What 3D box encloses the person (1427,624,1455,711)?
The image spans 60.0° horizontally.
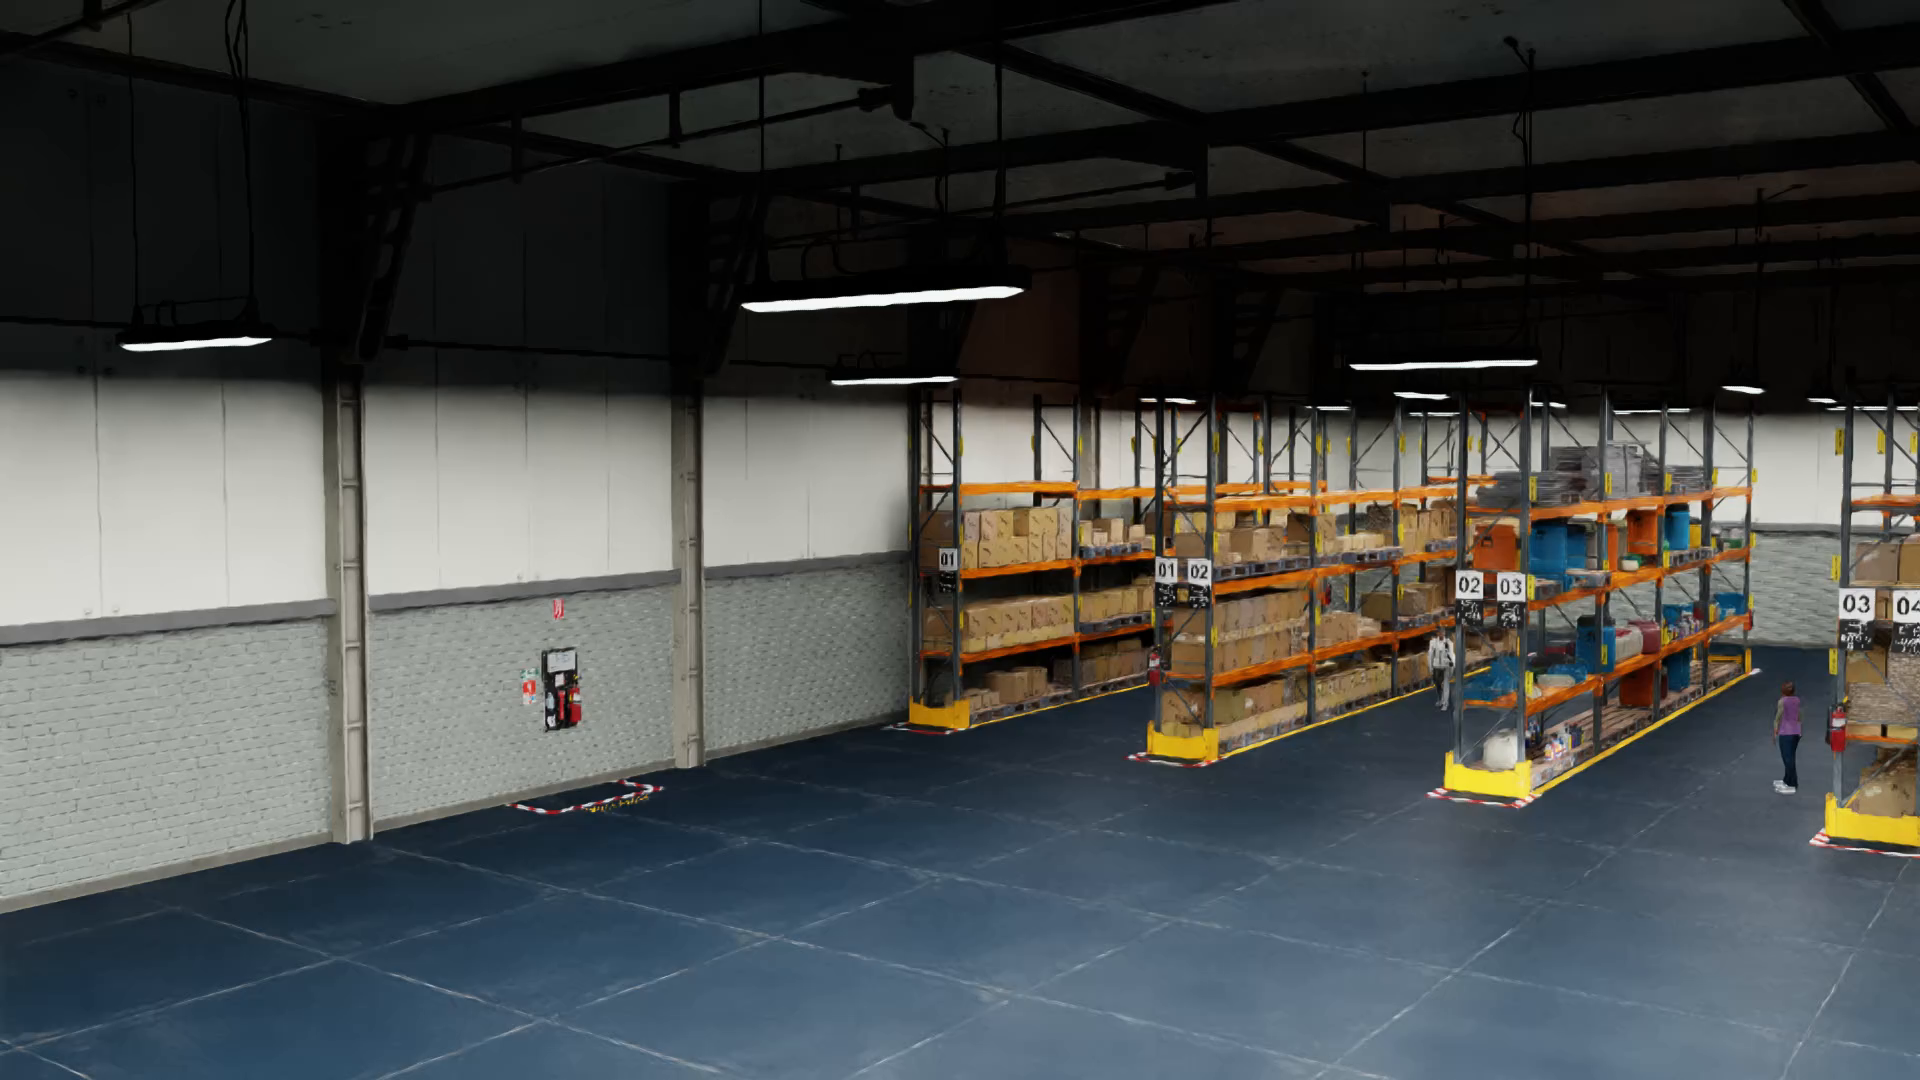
[{"bbox_3d":[9.103,2.376,31.461,0.482,1.613,0.886,2,4,27],"label":"person"}]

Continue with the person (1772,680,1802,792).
[{"bbox_3d":[11.952,2.822,24.038,0.523,1.591,0.522,-2,4,-25],"label":"person"}]

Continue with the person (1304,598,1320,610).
[{"bbox_3d":[9.212,1.673,44.037,0.637,1.650,0.455,0,3,-8],"label":"person"}]
